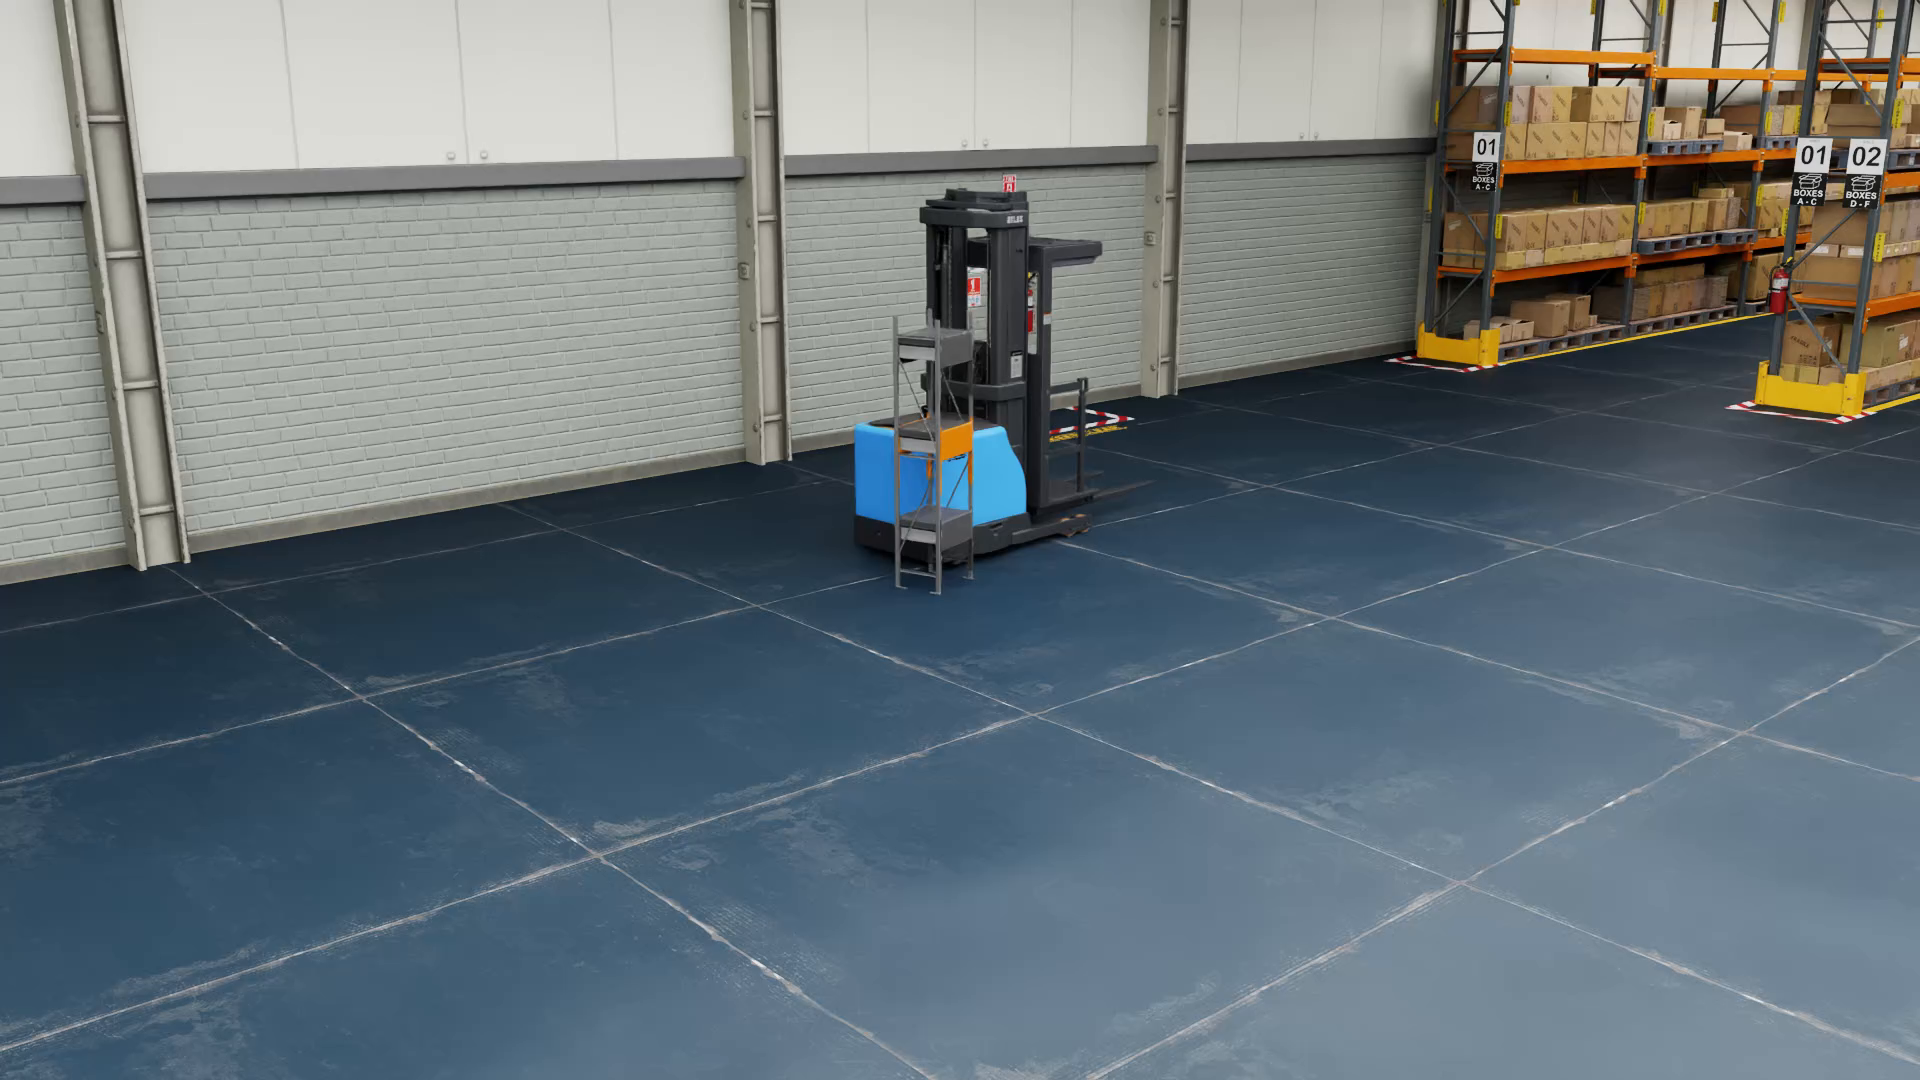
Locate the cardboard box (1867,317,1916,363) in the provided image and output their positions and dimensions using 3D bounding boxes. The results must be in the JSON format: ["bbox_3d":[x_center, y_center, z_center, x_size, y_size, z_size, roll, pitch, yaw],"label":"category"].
[{"bbox_3d":[11.642,-2.520,20.933,0.500,0.500,0.500,-13,19,-39],"label":"cardboard box"}]

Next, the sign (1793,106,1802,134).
[{"bbox_3d":[10.001,-5.010,19.819,0.005,0.325,0.100,-13,19,-39],"label":"sign"}]

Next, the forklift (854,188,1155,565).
[{"bbox_3d":[0.507,-1.522,14.270,1.130,2.935,3.031,14,21,43],"label":"forklift"}]

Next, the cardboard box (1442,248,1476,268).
[{"bbox_3d":[7.318,-4.081,23.969,0.500,0.250,0.500,-12,19,-39],"label":"cardboard box"}]

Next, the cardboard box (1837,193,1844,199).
[{"bbox_3d":[15.962,-6.134,30.594,0.500,0.500,0.500,-13,20,-40],"label":"cardboard box"}]

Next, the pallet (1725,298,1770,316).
[{"bbox_3d":[13.772,-4.154,29.393,1.213,0.211,1.003,-13,19,-39],"label":"pallet"}]

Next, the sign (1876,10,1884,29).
[{"bbox_3d":[16.510,-9.344,29.832,0.005,0.325,0.100,-13,19,-39],"label":"sign"}]

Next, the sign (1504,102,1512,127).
[{"bbox_3d":[7.449,-5.793,22.619,0.005,0.325,0.100,-13,19,-39],"label":"sign"}]

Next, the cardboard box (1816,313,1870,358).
[{"bbox_3d":[11.301,-2.621,21.312,0.500,0.500,0.500,-13,19,-39],"label":"cardboard box"}]

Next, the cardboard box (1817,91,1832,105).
[{"bbox_3d":[15.395,-8.009,30.108,0.500,0.250,0.500,-11,18,-35],"label":"cardboard box"}]

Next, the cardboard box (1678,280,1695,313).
[{"bbox_3d":[11.797,-4.101,27.781,0.500,0.500,0.700,-13,20,-40],"label":"cardboard box"}]

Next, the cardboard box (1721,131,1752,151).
[{"bbox_3d":[12.761,-6.624,27.556,0.500,0.311,0.500,-13,19,-39],"label":"cardboard box"}]

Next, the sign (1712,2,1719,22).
[{"bbox_3d":[12.760,-8.916,28.075,0.005,0.325,0.100,-13,19,-39],"label":"sign"}]

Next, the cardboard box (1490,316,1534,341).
[{"bbox_3d":[8.103,-3.137,24.539,0.500,0.311,0.500,-11,18,-35],"label":"cardboard box"}]

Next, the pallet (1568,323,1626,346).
[{"bbox_3d":[9.626,-3.237,25.959,1.213,0.211,1.003,-13,19,-39],"label":"pallet"}]

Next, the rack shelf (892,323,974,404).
[{"bbox_3d":[-0.199,-1.338,12.532,0.431,0.518,0.480,9,17,29],"label":"rack shelf"}]

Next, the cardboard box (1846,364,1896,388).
[{"bbox_3d":[11.272,-2.071,20.704,0.500,0.250,0.500,-13,19,-39],"label":"cardboard box"}]

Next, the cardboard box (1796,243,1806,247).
[{"bbox_3d":[15.740,-5.089,30.841,0.750,0.750,0.750,-12,19,-39],"label":"cardboard box"}]

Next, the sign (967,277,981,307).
[{"bbox_3d":[0.152,-2.830,18.964,0.234,0.329,0.001,-13,19,-39],"label":"sign"}]

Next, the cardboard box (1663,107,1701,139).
[{"bbox_3d":[11.505,-6.691,26.667,0.500,0.500,0.500,-14,20,-41],"label":"cardboard box"}]

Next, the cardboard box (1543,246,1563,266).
[{"bbox_3d":[8.439,-4.161,24.267,0.500,0.250,0.500,-13,20,-40],"label":"cardboard box"}]

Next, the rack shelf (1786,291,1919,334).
[{"bbox_3d":[11.856,-3.055,21.267,4.000,0.370,1.077,-13,19,-39],"label":"rack shelf"}]

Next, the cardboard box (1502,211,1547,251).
[{"bbox_3d":[8.029,-4.431,23.824,0.500,0.500,0.500,-13,19,-39],"label":"cardboard box"}]

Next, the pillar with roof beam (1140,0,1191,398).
[{"bbox_3d":[5.352,-5.358,16.871,0.400,9.000,9.100,-13,19,-39],"label":"pillar with roof beam"}]

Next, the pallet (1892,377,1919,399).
[{"bbox_3d":[11.816,-2.060,21.551,1.213,0.211,1.003,-13,19,-39],"label":"pallet"}]

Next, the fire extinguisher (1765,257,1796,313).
[{"bbox_3d":[9.953,-3.096,20.180,0.183,0.674,0.296,-13,19,-39],"label":"fire extinguisher"}]

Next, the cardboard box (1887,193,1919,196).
[{"bbox_3d":[12.275,-4.169,21.338,0.500,0.500,0.700,-13,20,-39],"label":"cardboard box"}]

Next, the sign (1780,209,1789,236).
[{"bbox_3d":[10.001,-3.845,20.130,0.005,0.325,0.100,-13,19,-39],"label":"sign"}]

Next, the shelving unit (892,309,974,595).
[{"bbox_3d":[-0.199,-0.675,12.709,0.431,2.100,0.503,9,17,29],"label":"shelving unit"}]

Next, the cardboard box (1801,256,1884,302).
[{"bbox_3d":[10.707,-3.188,20.180,0.500,0.500,0.700,-13,19,-39],"label":"cardboard box"}]

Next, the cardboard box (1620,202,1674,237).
[{"bbox_3d":[10.942,-5.138,26.628,0.500,0.500,0.700,-10,18,-34],"label":"cardboard box"}]

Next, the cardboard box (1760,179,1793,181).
[{"bbox_3d":[14.862,-6.421,30.214,0.500,0.250,0.500,-14,20,-41],"label":"cardboard box"}]

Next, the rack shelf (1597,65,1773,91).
[{"bbox_3d":[11.619,-7.401,26.689,4.000,0.370,1.077,-13,19,-39],"label":"rack shelf"}]

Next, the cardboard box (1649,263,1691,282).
[{"bbox_3d":[11.763,-4.445,27.616,0.500,0.250,0.500,-13,20,-40],"label":"cardboard box"}]

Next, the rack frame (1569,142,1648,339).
[{"bbox_3d":[10.110,-4.705,26.051,0.127,3.000,1.000,-13,19,-39],"label":"rack frame"}]

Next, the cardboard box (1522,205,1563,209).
[{"bbox_3d":[8.846,-4.795,25.188,0.500,0.500,0.500,-12,19,-38],"label":"cardboard box"}]

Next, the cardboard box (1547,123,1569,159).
[{"bbox_3d":[8.326,-5.715,23.788,0.500,0.500,0.500,-12,19,-37],"label":"cardboard box"}]

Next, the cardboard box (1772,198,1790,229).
[{"bbox_3d":[14.063,-5.703,28.981,0.500,0.500,0.500,-12,19,-38],"label":"cardboard box"}]

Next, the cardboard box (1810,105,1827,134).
[{"bbox_3d":[15.031,-7.535,29.789,0.500,0.500,0.700,-13,20,-40],"label":"cardboard box"}]

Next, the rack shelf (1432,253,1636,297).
[{"bbox_3d":[8.601,-4.018,24.875,4.000,0.370,1.077,-13,19,-39],"label":"rack shelf"}]

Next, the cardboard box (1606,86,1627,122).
[{"bbox_3d":[9.501,-6.462,24.647,0.500,0.500,0.500,-11,19,-36],"label":"cardboard box"}]

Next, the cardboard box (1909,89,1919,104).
[{"bbox_3d":[18.017,-8.378,31.820,0.500,0.500,0.500,-14,20,-42],"label":"cardboard box"}]

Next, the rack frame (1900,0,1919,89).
[{"bbox_3d":[19.162,-9.636,32.887,0.127,3.000,1.000,-13,19,-39],"label":"rack frame"}]

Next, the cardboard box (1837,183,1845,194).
[{"bbox_3d":[15.960,-6.495,30.491,0.500,0.250,0.500,-12,19,-38],"label":"cardboard box"}]

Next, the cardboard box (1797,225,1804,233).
[{"bbox_3d":[14.881,-5.586,29.800,0.250,0.149,0.380,-12,19,-38],"label":"cardboard box"}]

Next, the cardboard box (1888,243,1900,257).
[{"bbox_3d":[11.171,-3.537,20.228,0.250,0.149,0.380,-13,19,-39],"label":"cardboard box"}]

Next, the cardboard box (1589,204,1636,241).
[{"bbox_3d":[9.956,-4.864,25.446,0.500,0.500,0.500,-13,20,-39],"label":"cardboard box"}]

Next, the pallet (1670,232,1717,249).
[{"bbox_3d":[11.661,-4.946,27.327,1.213,0.211,1.003,-13,19,-39],"label":"pallet"}]

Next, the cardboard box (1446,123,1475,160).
[{"bbox_3d":[7.241,-5.654,23.561,0.500,0.500,0.500,-11,18,-35],"label":"cardboard box"}]
